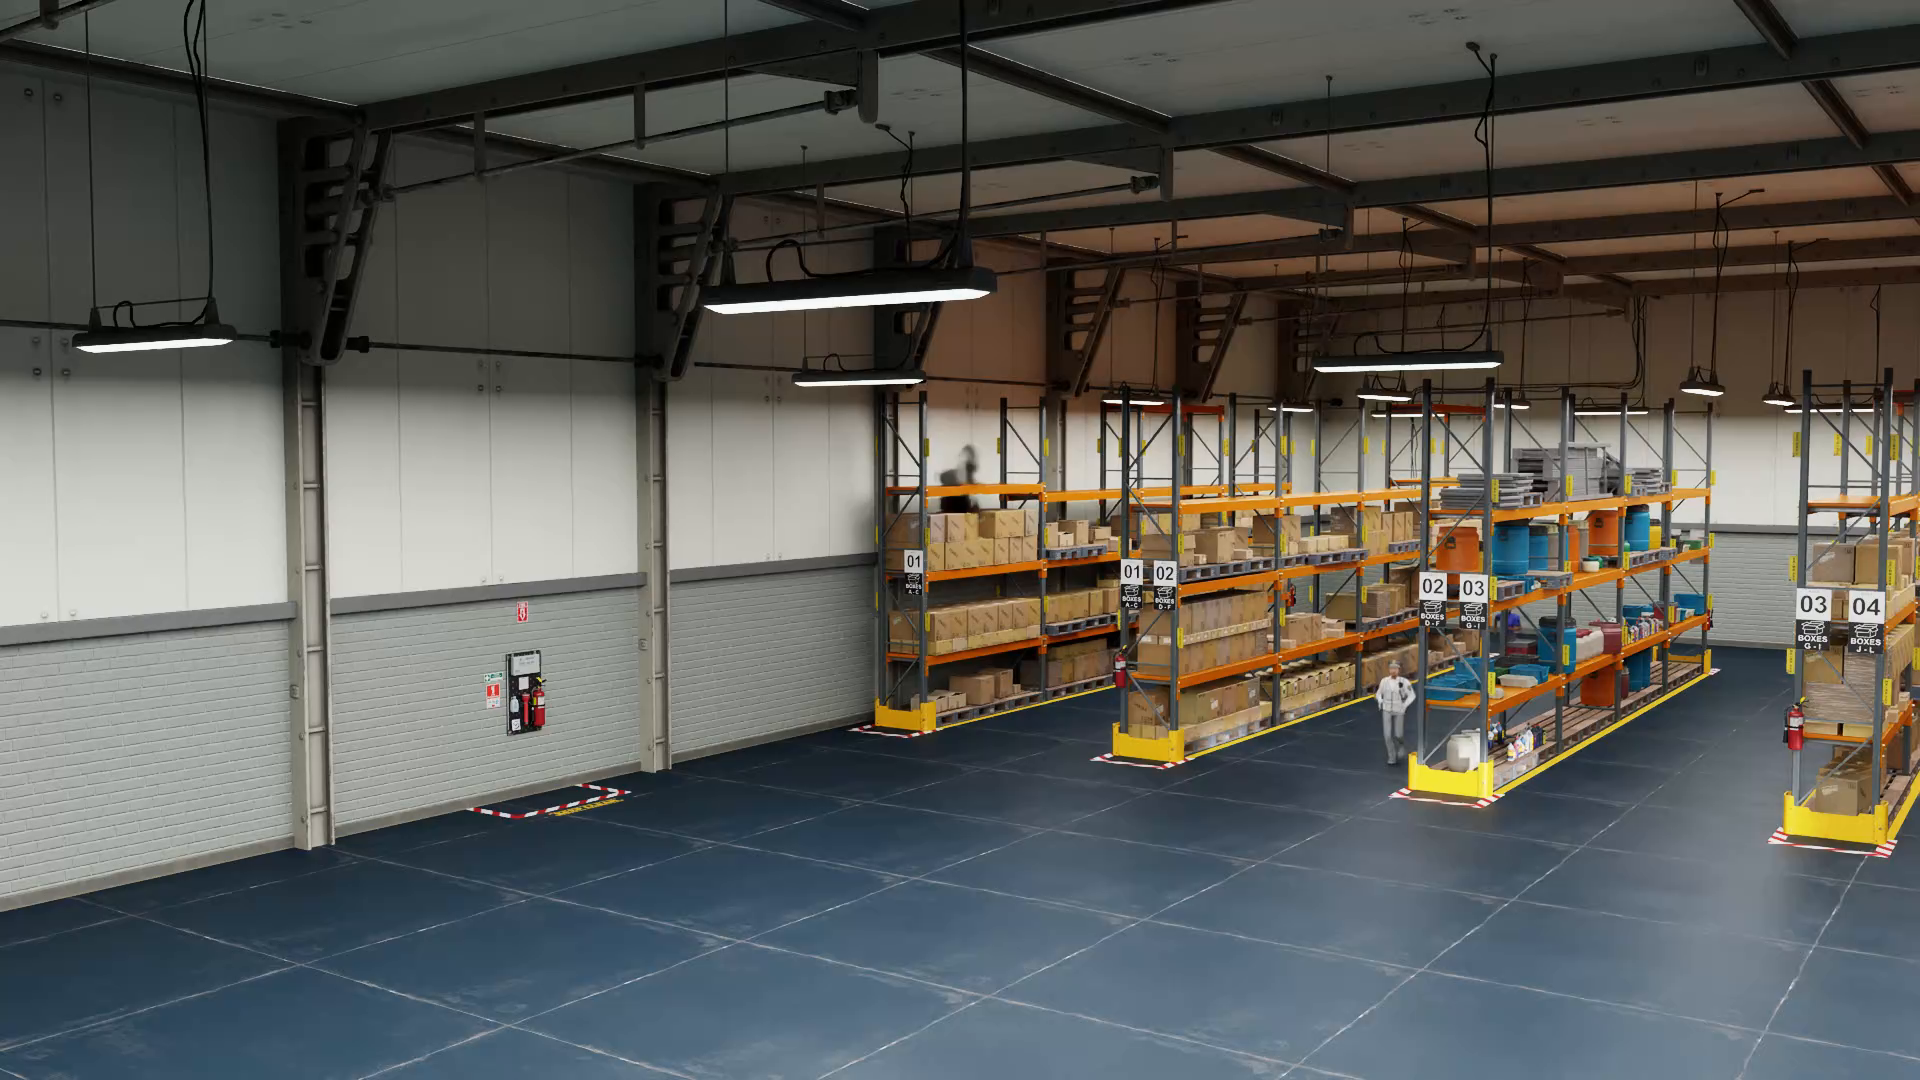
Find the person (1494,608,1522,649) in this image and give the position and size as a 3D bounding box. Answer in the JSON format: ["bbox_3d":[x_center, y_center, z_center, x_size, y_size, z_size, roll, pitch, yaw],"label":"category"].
[{"bbox_3d":[11.887,2.240,36.099,0.600,1.591,0.884,2,4,27],"label":"person"}]

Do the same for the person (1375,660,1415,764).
[{"bbox_3d":[6.872,2.713,26.341,0.611,1.649,0.569,2,4,27],"label":"person"}]
